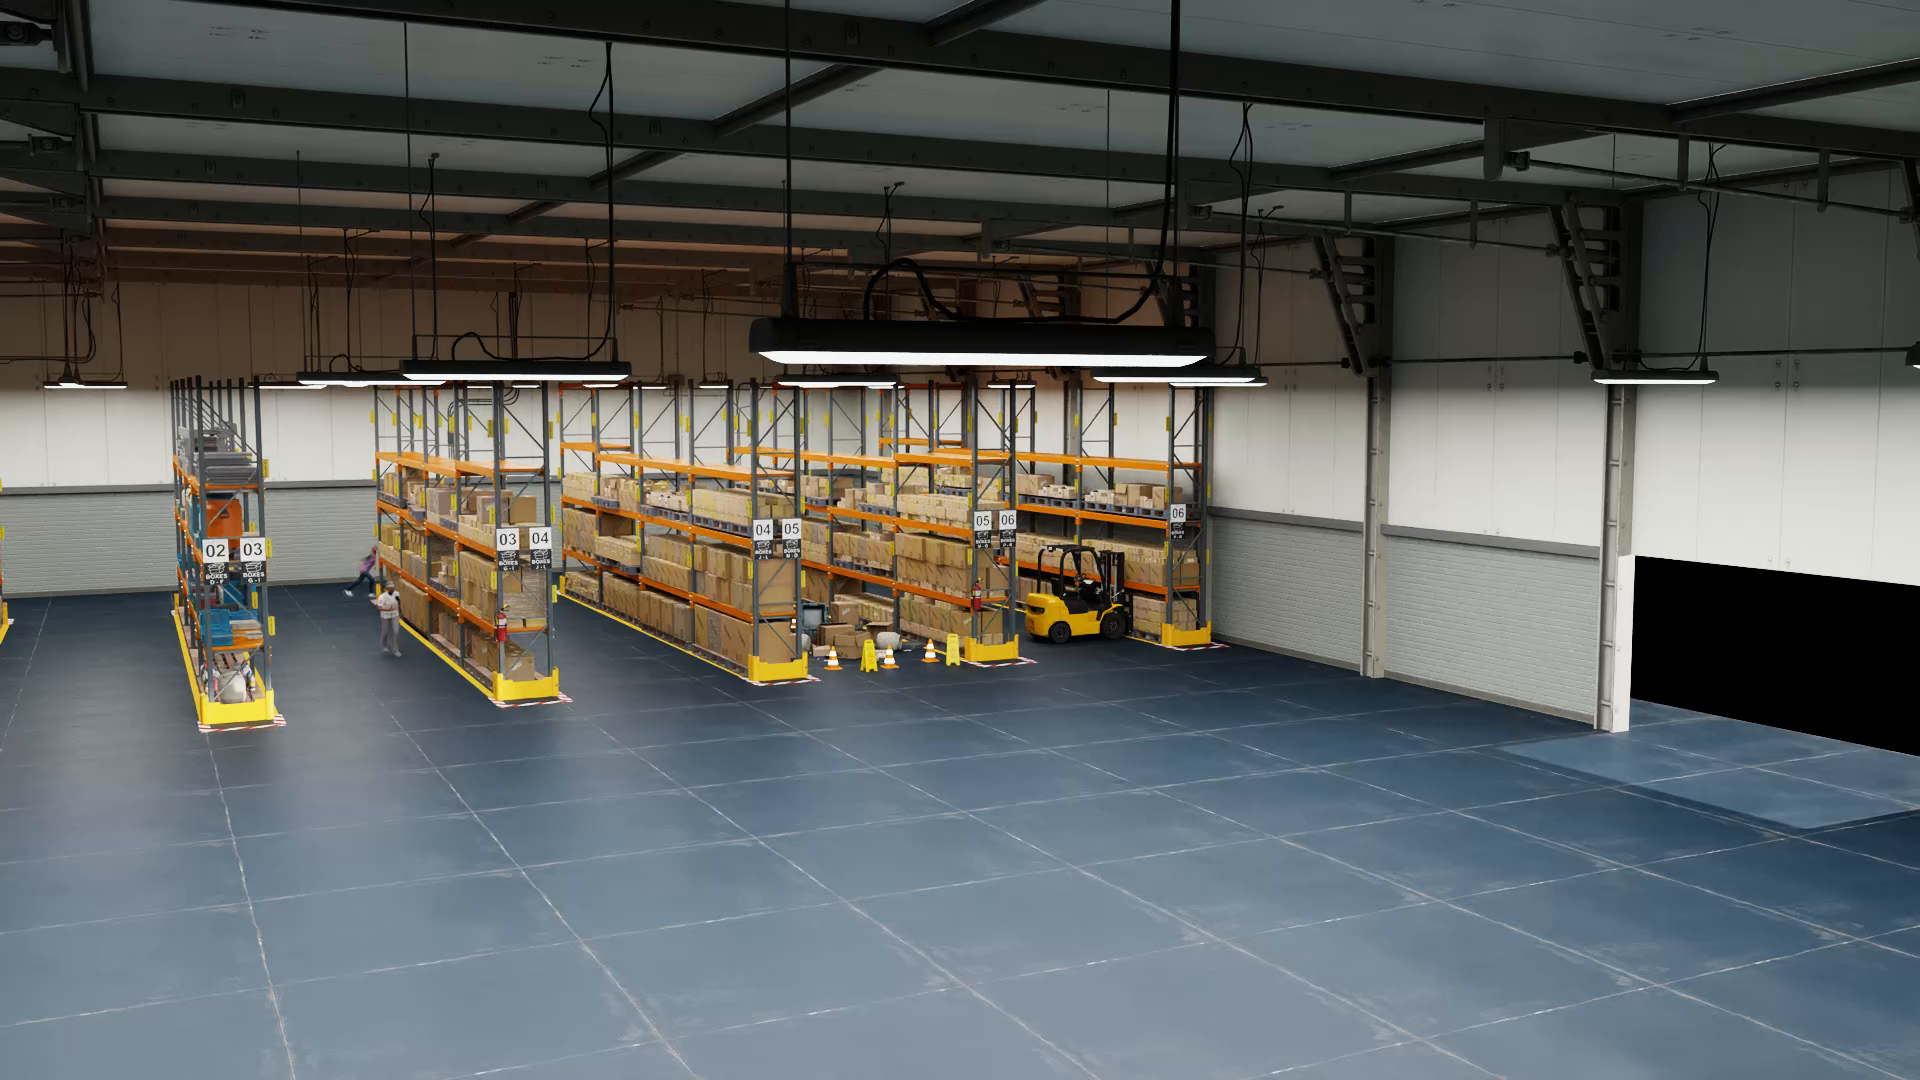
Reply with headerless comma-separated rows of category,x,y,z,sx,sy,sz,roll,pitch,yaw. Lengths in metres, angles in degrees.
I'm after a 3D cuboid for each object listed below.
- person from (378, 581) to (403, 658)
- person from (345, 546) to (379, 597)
person,-12.383,1.693,36.126,0.574,1.657,0.955,-3,6,-31
person,-16.644,0.882,46.323,0.973,1.445,0.543,0,5,-1
